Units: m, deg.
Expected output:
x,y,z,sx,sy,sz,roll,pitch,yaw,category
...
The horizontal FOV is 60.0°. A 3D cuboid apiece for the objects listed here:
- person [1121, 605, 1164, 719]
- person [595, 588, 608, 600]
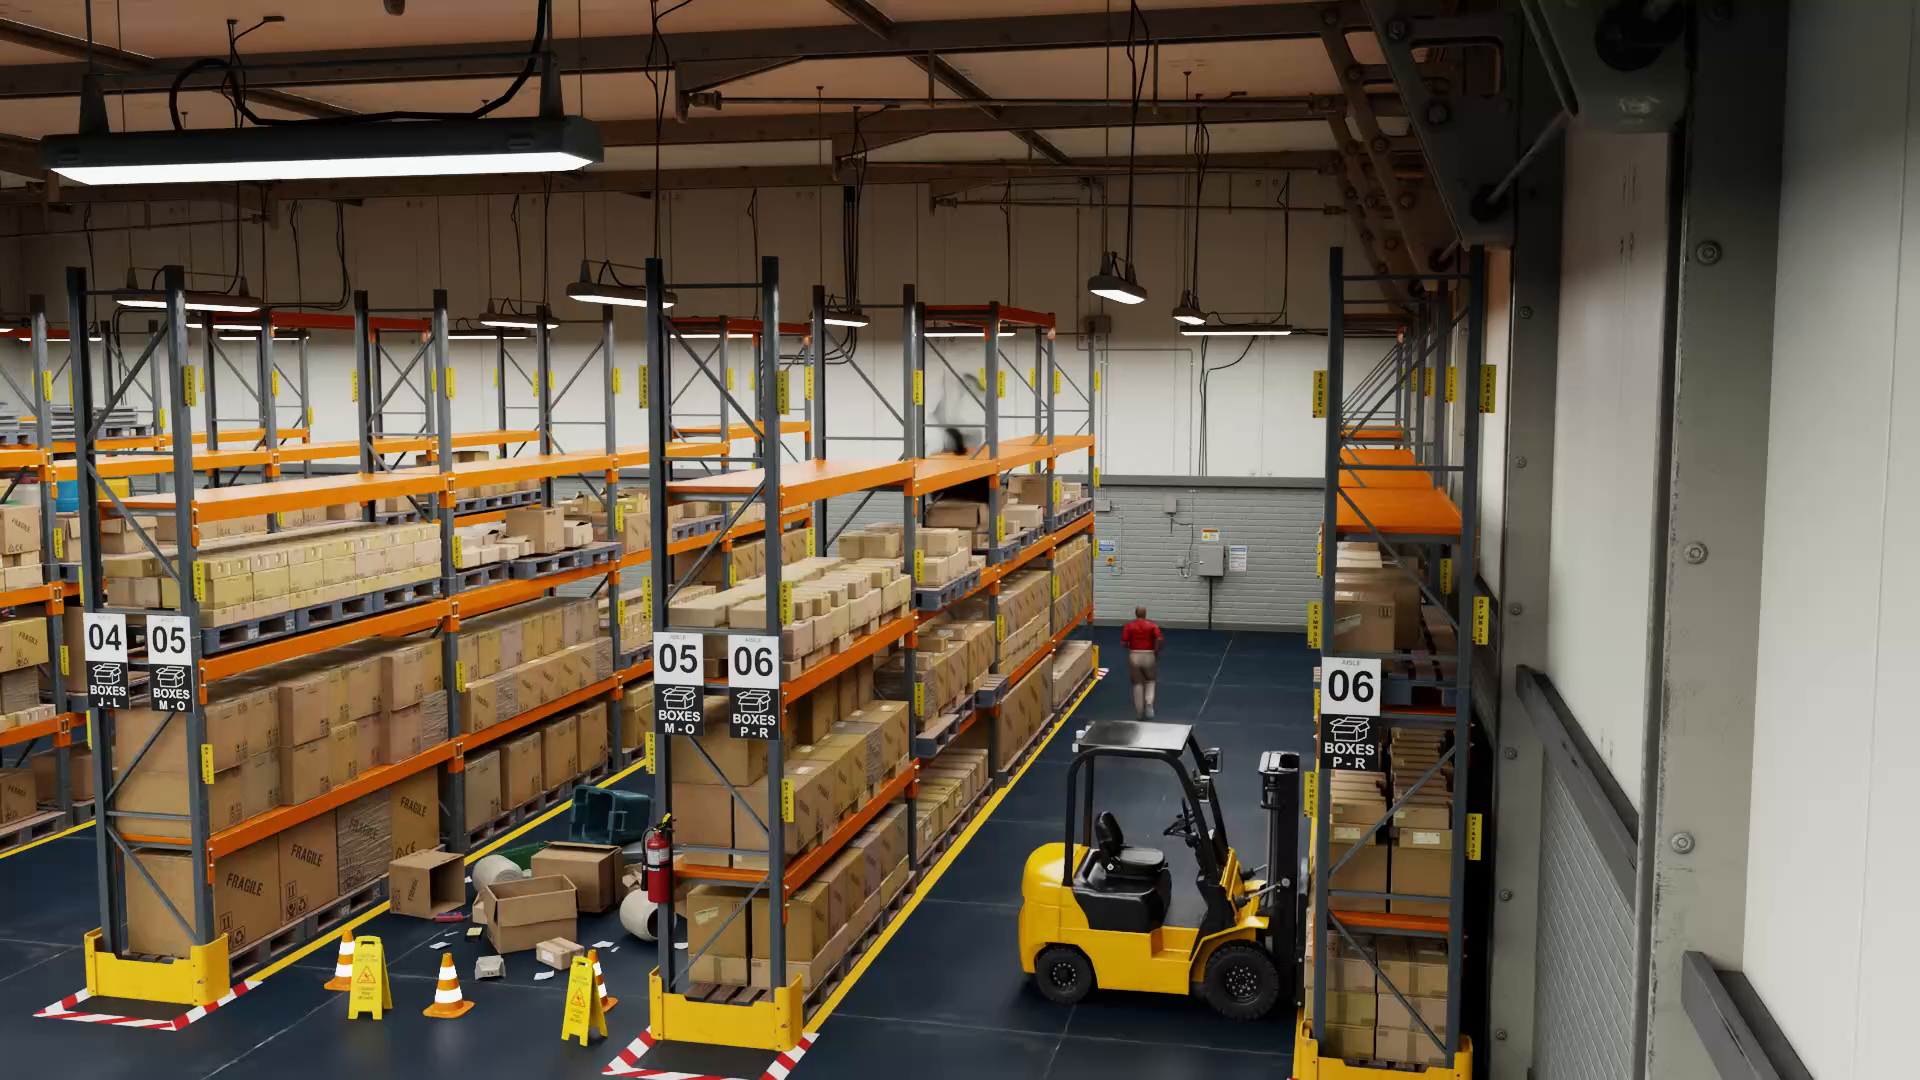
x,y,z,sx,sy,sz,roll,pitch,yaw,category
2.719,1.807,24.780,0.630,1.707,0.654,1,6,7,person
-5.656,1.623,26.228,0.728,1.740,1.090,1,6,14,person
